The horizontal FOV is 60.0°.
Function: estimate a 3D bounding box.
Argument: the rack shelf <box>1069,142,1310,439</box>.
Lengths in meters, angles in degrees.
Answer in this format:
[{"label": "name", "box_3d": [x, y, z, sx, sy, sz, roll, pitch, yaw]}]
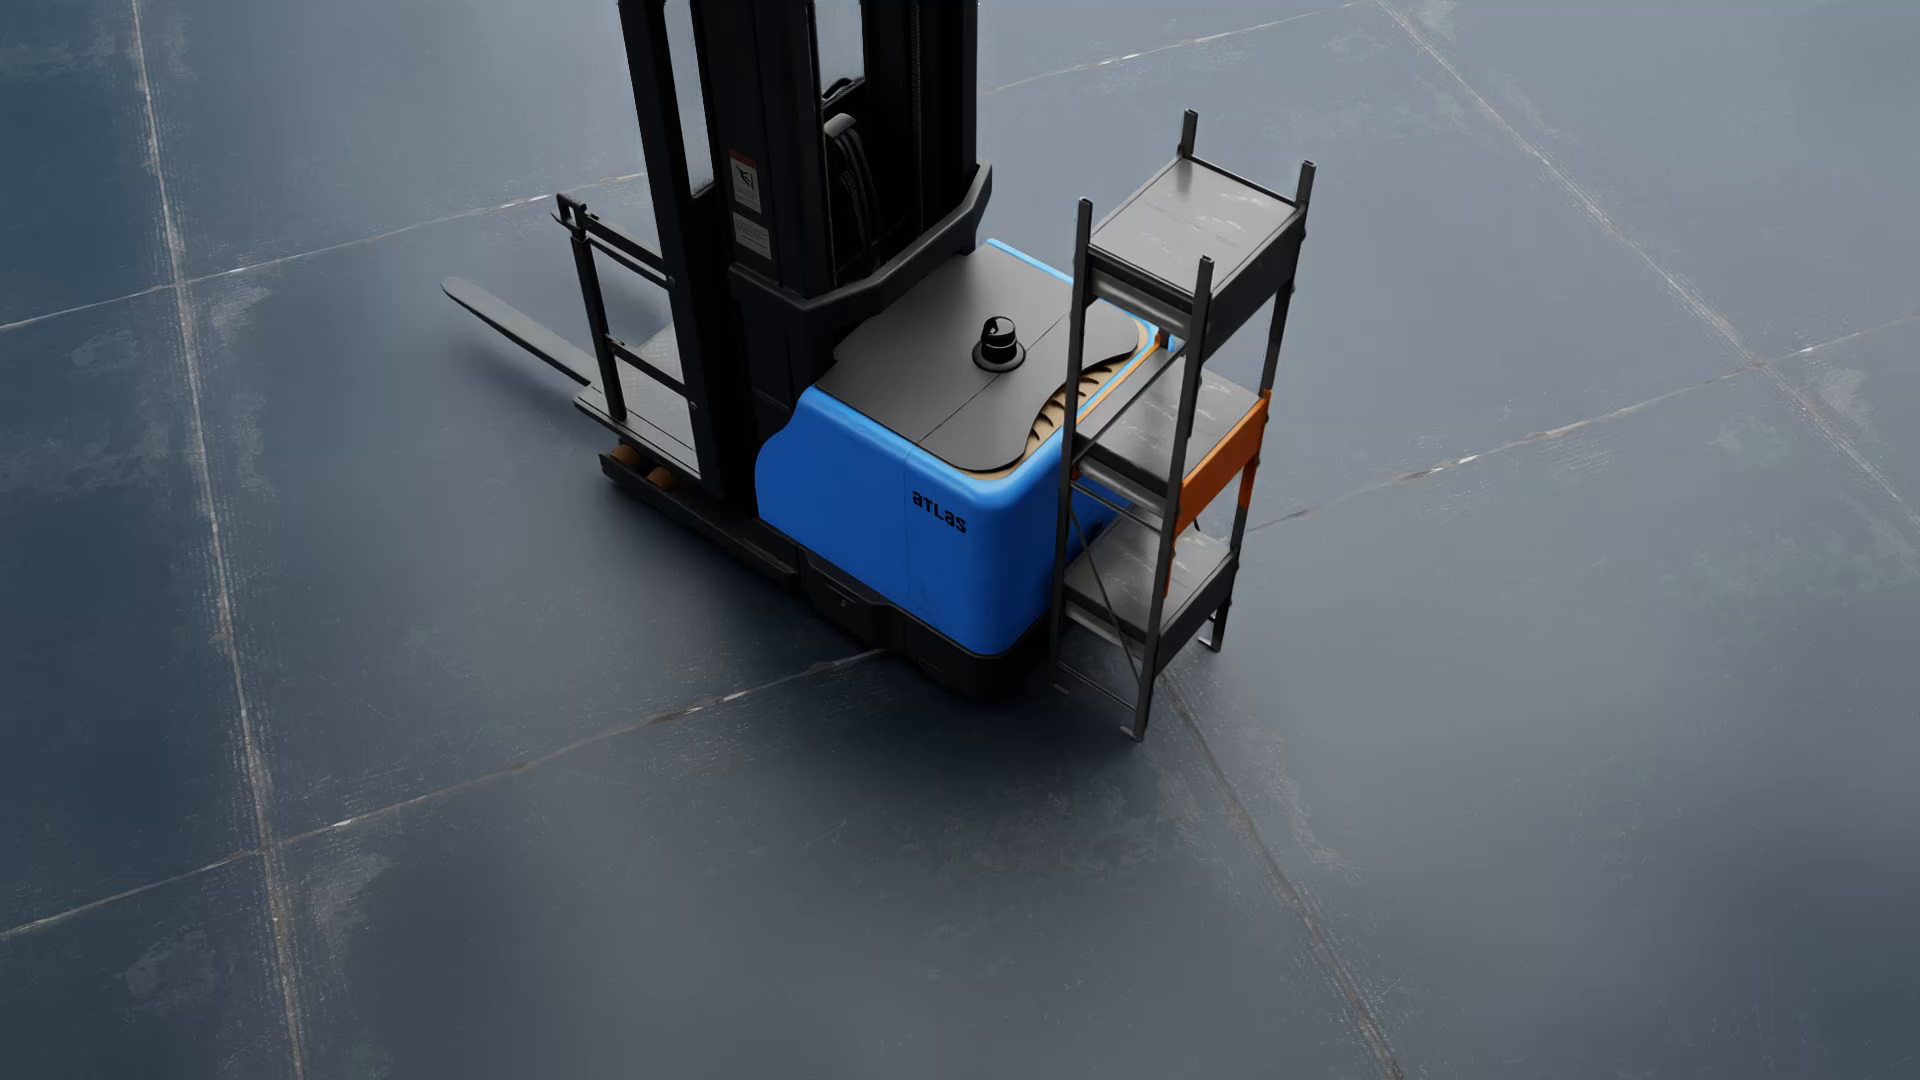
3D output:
[{"label": "rack shelf", "box_3d": [0.614, -0.684, 4.549, 0.431, 0.518, 0.480, 31, 56, 24]}]

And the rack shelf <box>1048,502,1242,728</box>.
[{"label": "rack shelf", "box_3d": [0.614, 0.228, 5.611, 0.431, 0.518, 0.480, 31, 56, 24]}]

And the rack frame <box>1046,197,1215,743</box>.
[{"label": "rack frame", "box_3d": [0.463, -0.092, 4.945, 0.400, 2.100, 0.015, 31, 56, 24]}]

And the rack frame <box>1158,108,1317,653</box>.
[{"label": "rack frame", "box_3d": [0.766, -0.382, 5.194, 0.400, 2.100, 0.015, 31, 56, 24]}]

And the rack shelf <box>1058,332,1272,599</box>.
[{"label": "rack shelf", "box_3d": [0.614, -0.228, 5.080, 0.431, 0.518, 0.480, 31, 56, 24]}]

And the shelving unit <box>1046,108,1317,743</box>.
[{"label": "shelving unit", "box_3d": [0.614, -0.237, 5.069, 0.431, 2.100, 0.503, 31, 56, 24]}]

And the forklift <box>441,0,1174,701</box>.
[{"label": "forklift", "box_3d": [-0.752, -1.351, 5.478, 3.031, 2.935, 1.130, 31, 56, 24]}]
